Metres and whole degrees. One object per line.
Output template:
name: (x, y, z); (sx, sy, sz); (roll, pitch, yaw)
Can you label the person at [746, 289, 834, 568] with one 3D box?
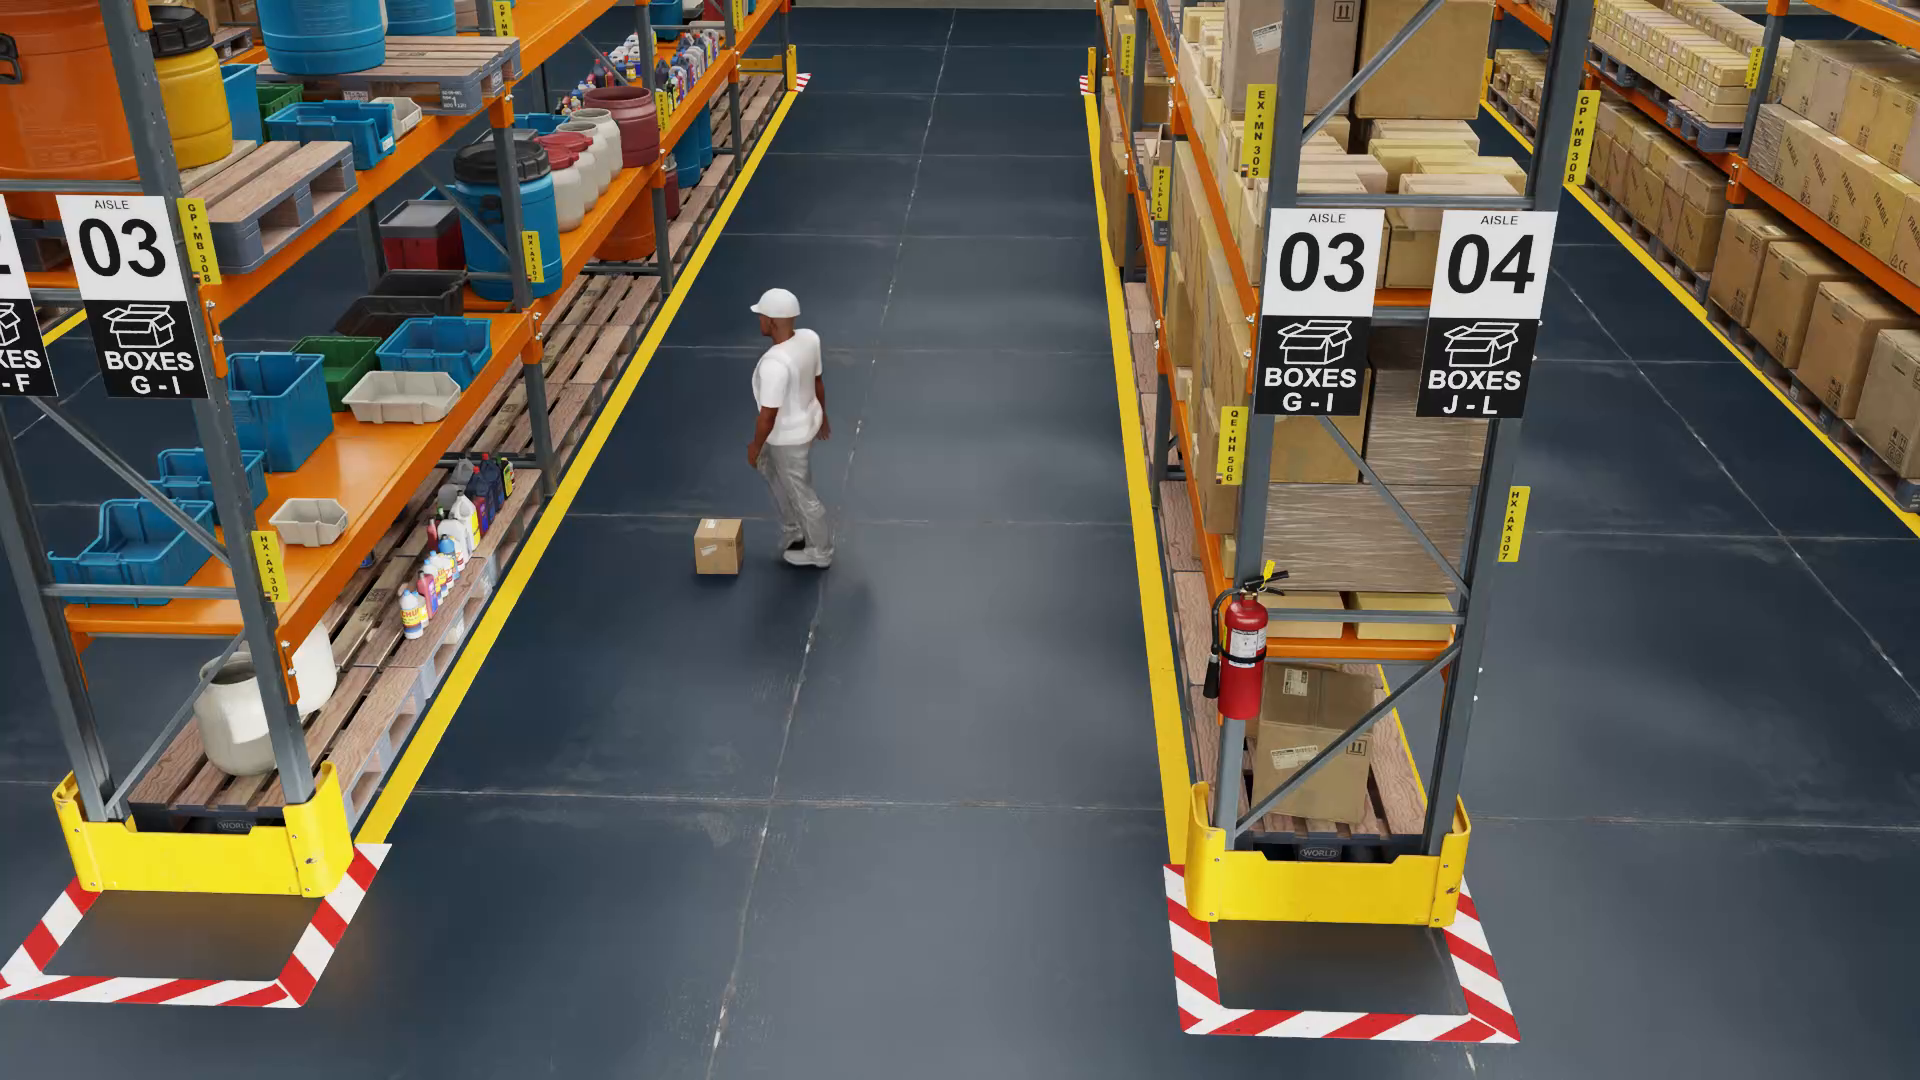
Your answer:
person: (-1.023, -0.609, 9.781); (0.511, 1.824, 0.628); (7, 29, 12)
